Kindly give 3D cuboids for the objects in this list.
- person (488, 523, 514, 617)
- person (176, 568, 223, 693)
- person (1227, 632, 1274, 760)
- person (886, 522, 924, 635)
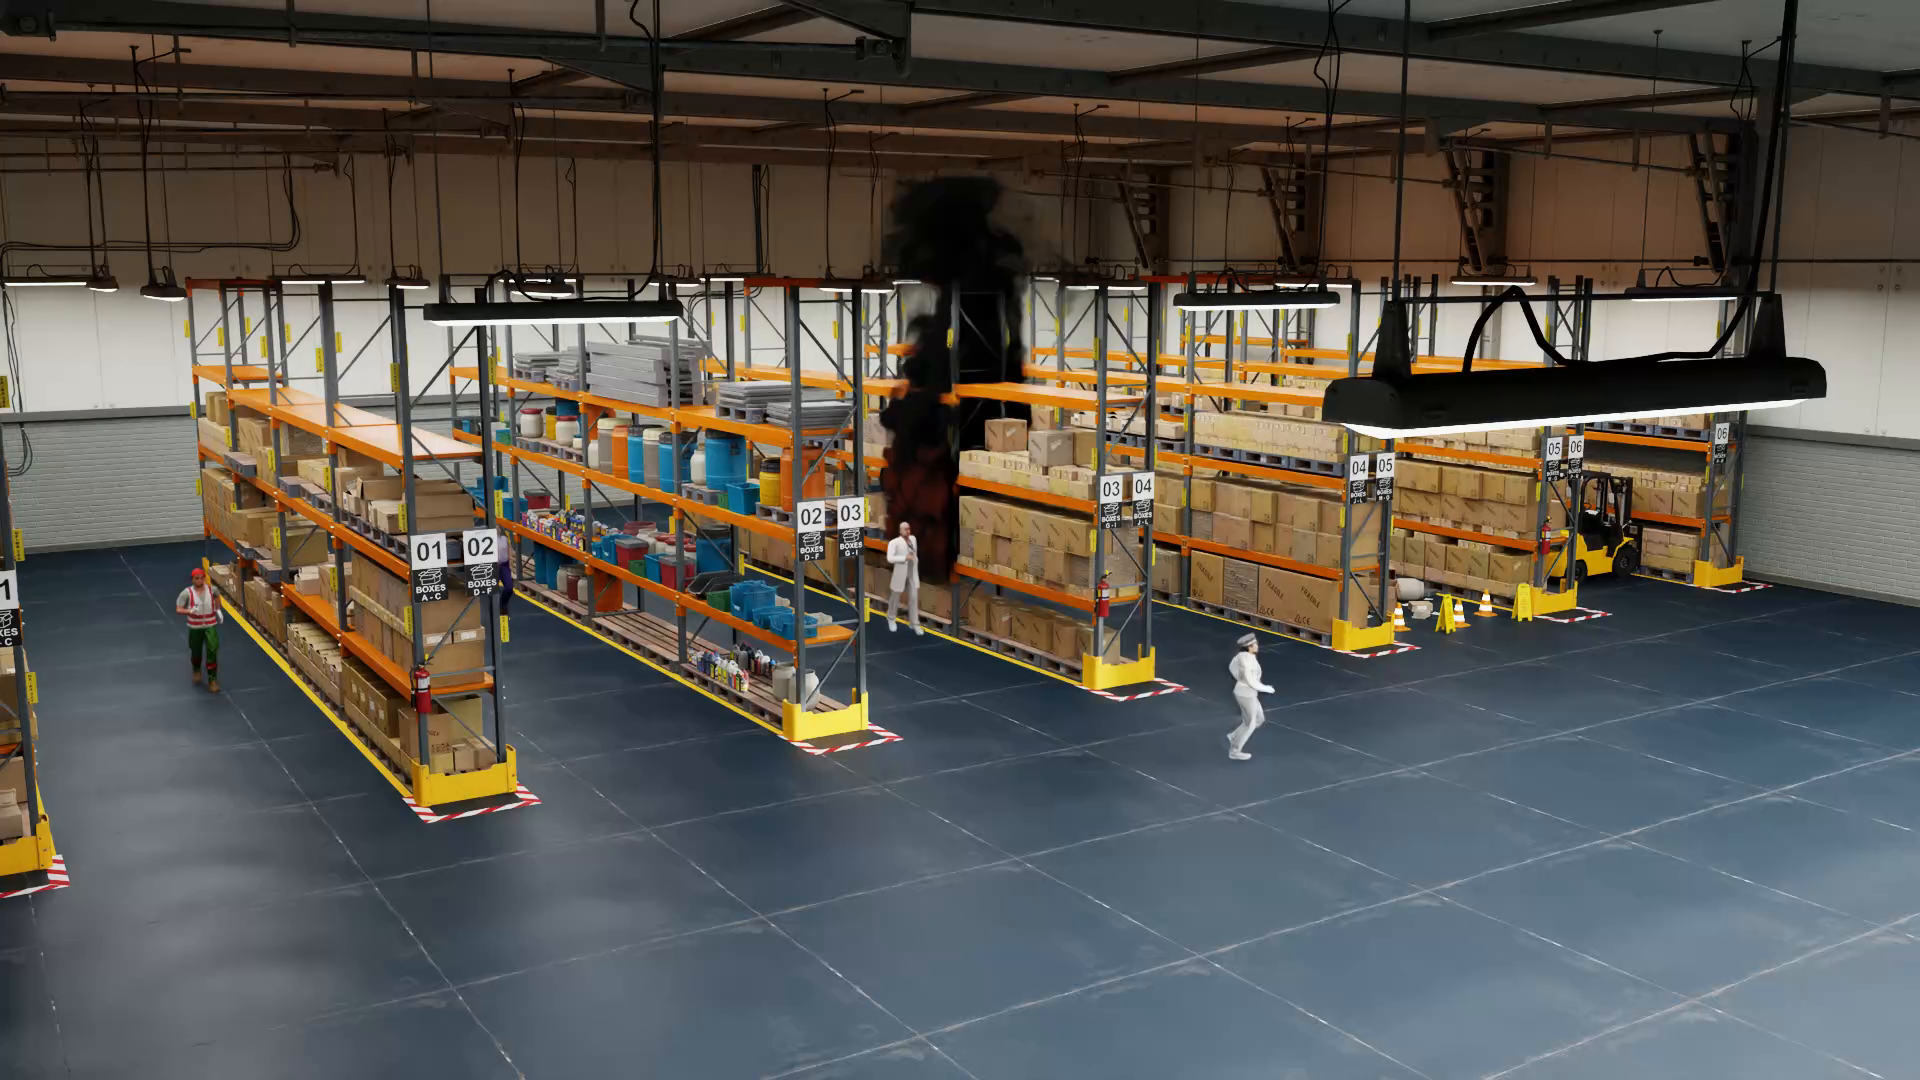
[{"bbox_3d":[-7.837,0.546,28.329,0.591,1.684,0.576,-7,12,-37],"label":"person"},{"bbox_3d":[-11.284,1.308,24.719,0.660,1.823,0.903,-6,11,-33],"label":"person"},{"bbox_3d":[3.713,1.977,21.207,0.550,1.646,0.659,0,10,0],"label":"person"},{"bbox_3d":[-0.913,0.619,27.146,0.714,1.842,0.938,-6,11,-33],"label":"person"}]
